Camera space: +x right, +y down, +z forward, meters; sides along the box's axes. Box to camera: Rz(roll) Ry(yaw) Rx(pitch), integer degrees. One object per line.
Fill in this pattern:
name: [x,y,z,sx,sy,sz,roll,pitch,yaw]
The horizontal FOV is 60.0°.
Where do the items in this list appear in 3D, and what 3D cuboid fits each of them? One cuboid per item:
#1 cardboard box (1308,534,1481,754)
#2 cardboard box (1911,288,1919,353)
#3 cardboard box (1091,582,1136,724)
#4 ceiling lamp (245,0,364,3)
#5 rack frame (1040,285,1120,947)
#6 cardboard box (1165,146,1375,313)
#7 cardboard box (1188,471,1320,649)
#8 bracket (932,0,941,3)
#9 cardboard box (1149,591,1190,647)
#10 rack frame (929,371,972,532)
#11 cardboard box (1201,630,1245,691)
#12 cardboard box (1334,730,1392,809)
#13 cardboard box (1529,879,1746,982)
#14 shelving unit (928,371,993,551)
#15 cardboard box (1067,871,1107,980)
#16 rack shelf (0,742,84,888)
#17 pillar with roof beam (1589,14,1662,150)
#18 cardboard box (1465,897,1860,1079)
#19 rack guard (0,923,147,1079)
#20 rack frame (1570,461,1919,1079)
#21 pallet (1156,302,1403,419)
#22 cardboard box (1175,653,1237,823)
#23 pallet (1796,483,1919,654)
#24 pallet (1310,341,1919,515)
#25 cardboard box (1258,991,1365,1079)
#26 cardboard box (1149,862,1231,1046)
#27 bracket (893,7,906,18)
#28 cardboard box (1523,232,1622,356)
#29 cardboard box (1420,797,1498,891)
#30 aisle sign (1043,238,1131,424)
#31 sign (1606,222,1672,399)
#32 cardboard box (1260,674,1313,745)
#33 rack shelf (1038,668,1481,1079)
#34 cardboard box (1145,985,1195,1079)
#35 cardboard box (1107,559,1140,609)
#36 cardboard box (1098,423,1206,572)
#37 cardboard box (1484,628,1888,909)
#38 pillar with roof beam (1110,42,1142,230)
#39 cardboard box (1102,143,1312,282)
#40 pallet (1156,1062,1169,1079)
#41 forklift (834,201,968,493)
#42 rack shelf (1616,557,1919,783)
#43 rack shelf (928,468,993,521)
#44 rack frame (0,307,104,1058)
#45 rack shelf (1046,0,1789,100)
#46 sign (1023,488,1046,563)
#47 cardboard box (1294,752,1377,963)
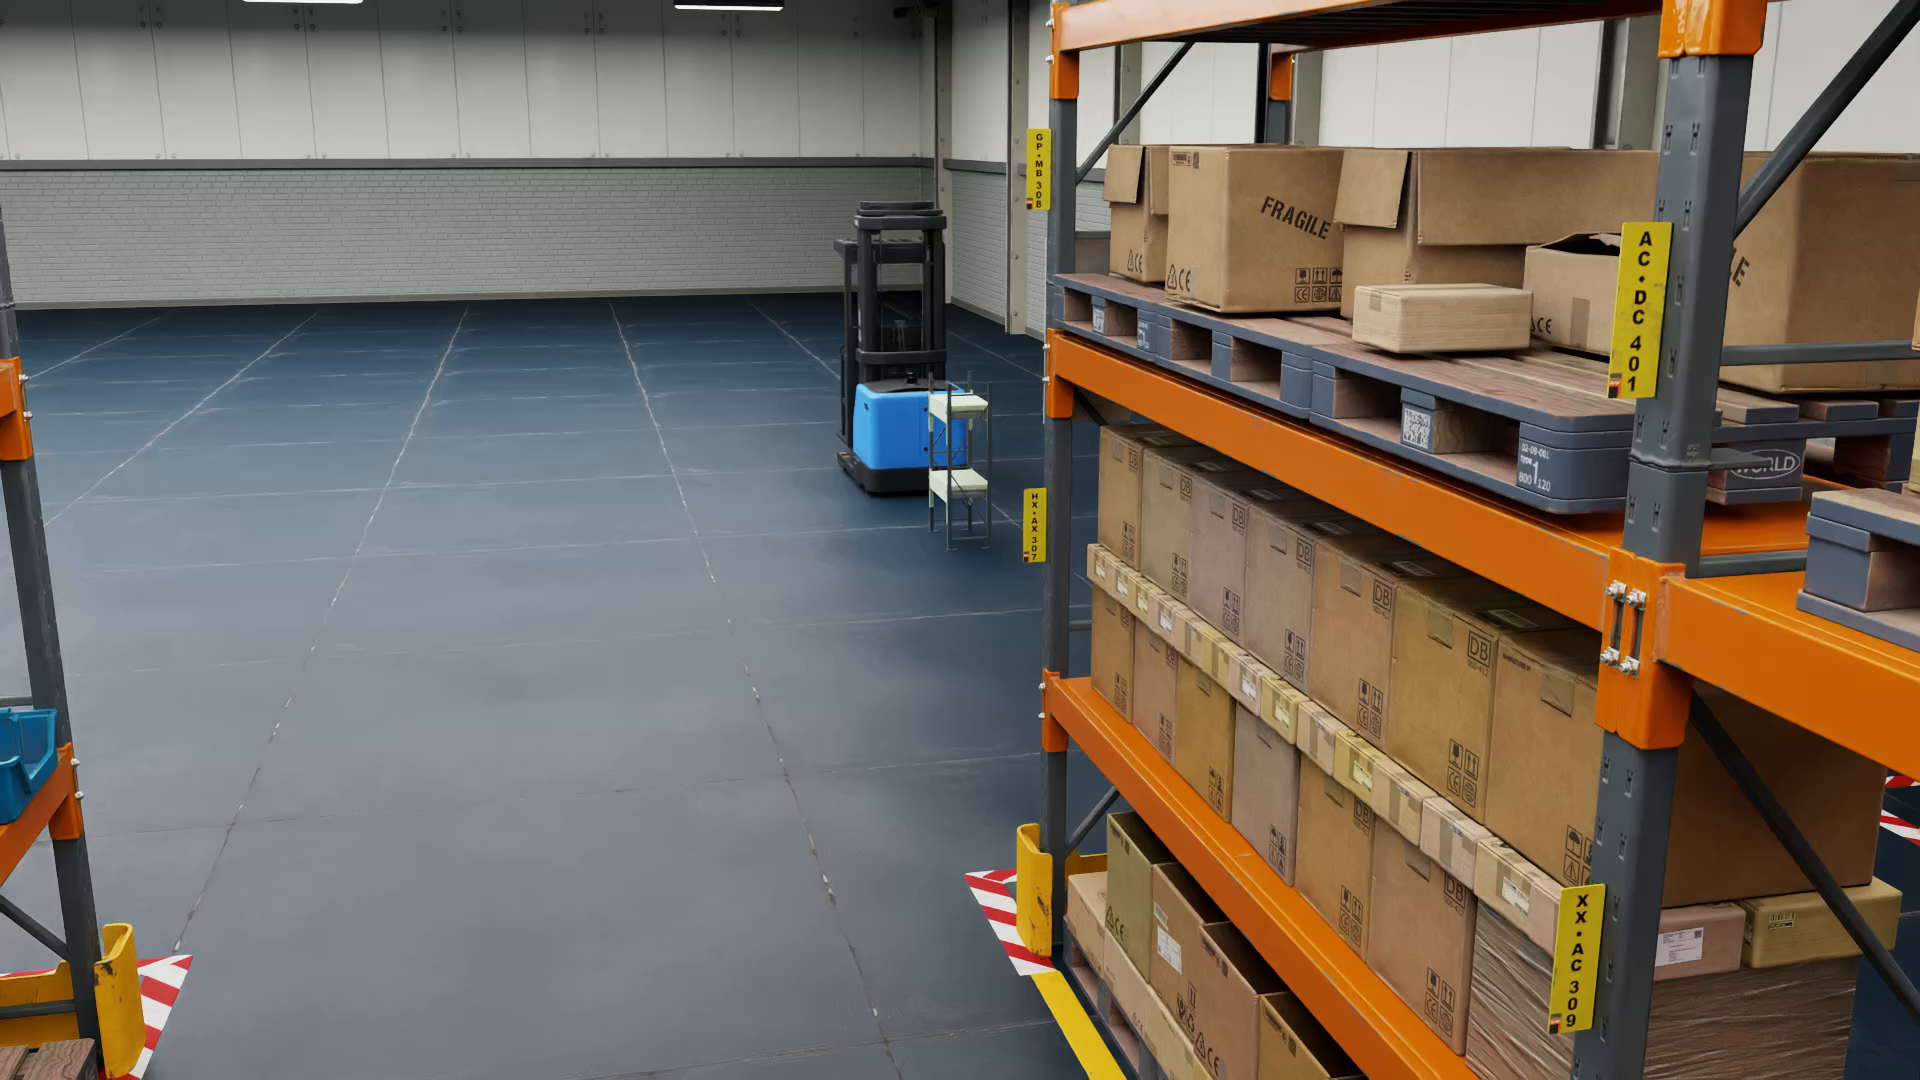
cardboard box: [1.457,0.276,4.855,0.700,0.500,0.500,-3,14,-13]
cardboard box: [1.911,-0.519,2.585,0.500,0.500,0.500,-3,14,-13]
cardboard box: [0.962,0.426,6.975,0.700,0.500,0.500,-3,14,-13]
ceiling lamp: [-11.410,-10.891,28.568,2.000,3.185,0.800,-3,14,-13]
rack frame: [0.865,0.366,7.430,1.000,3.000,0.127,-3,14,-13]
cardboard box: [0.989,-1.013,5.366,0.500,0.500,0.500,-3,14,-13]
cardboard box: [1.222,0.045,5.800,0.700,0.500,0.500,-3,14,-13]
bracket: [-0.004,-10.671,32.383,0.076,0.066,4.783,-3,14,-13]
cardboard box: [0.926,0.282,6.199,0.380,0.149,0.250,-4,14,-14]
rack frame: [-0.088,-0.815,15.424,0.400,1.500,0.023,-3,14,-13]
cardboard box: [1.052,0.402,5.706,0.380,0.149,0.250,-3,14,-14]
cardboard box: [1.295,0.640,4.734,0.380,0.149,0.250,-3,14,-13]
cardboard box: [1.532,0.875,3.772,0.380,0.149,0.250,-3,14,-13]
shelving unit: [-0.002,-0.730,15.078,0.431,1.500,0.755,-3,14,-13]
cardboard box: [0.774,1.634,7.150,0.500,0.250,0.500,-3,14,-13]
rack shelf: [-3.481,1.452,4.501,1.077,0.370,4.000,-3,14,-13]
pillar with roof beam: [1.090,-3.856,12.072,9.100,9.000,0.400,-3,14,-13]
cardboard box: [1.694,1.138,4.059,0.700,0.500,0.500,-4,14,-15]
rack guard: [-3.887,1.871,6.539,1.175,0.500,0.348,-3,14,-13]
rack frame: [1.804,1.289,3.653,1.000,3.000,0.127,-3,14,-13]
pallet: [1.296,-0.601,5.257,1.003,0.211,1.213,-3,14,-13]
cardboard box: [1.201,0.662,6.010,0.700,0.500,0.500,-3,14,-13]
pallet: [2.024,0.128,2.490,0.805,0.209,1.217,-4,14,-15]
pallet: [1.579,-0.320,4.107,1.003,0.211,1.213,-3,14,-13]
cardboard box: [1.255,1.731,5.175,0.500,0.500,0.500,-3,14,-13]
cardboard box: [1.024,1.500,6.120,0.500,0.500,0.500,-3,14,-13]
bracket: [-1.361,-12.004,37.838,0.235,0.232,0.430,-3,14,-13]
cardboard box: [1.815,-0.652,4.287,0.500,0.311,0.500,-4,14,-16]
cardboard box: [1.412,0.757,4.253,0.380,0.149,0.250,-4,14,-15]
aisle sign: [0.551,-0.895,7.114,0.394,0.787,0.004,-3,14,-13]
sign: [1.265,-0.426,3.099,0.100,0.325,0.005,-3,14,-13]
cardboard box: [1.170,0.520,5.222,0.380,0.149,0.250,-3,14,-11]
rack shelf: [1.334,1.177,5.627,1.077,0.370,4.000,-3,14,-13]
cardboard box: [1.012,1.865,6.206,0.500,0.250,0.500,-3,14,-13]
cardboard box: [0.812,0.166,6.673,0.380,0.149,0.250,-4,14,-15]
cardboard box: [0.974,-0.192,6.771,0.700,0.500,0.500,-3,14,-13]
cardboard box: [1.694,0.508,3.905,0.700,0.500,0.500,-3,14,-13]
pillar with roof beam: [-1.728,-6.624,23.403,9.100,9.000,0.400,-3,14,-13]
cardboard box: [0.996,-1.280,6.452,0.797,0.503,0.637,-2,14,-9]
pallet: [1.368,2.176,5.899,1.003,0.211,1.213,-3,14,-13]
forklift: [-0.754,-2.212,18.128,1.130,2.935,3.031,-3,14,-13]
rack shelf: [2.274,0.643,1.494,1.077,0.370,4.000,-3,14,-13]
rack shelf: [-0.002,-0.413,15.156,0.431,0.370,0.720,-3,14,-13]
rack frame: [-3.951,0.642,6.304,1.000,3.000,0.127,-3,14,-13]
rack shelf: [1.334,-1.543,4.963,1.077,0.370,4.000,-3,14,-13]
sign: [0.324,-0.063,7.197,0.100,0.325,0.005,-3,14,-13]
cardboard box: [1.450,0.901,5.030,0.700,0.500,0.500,-3,14,-12]
